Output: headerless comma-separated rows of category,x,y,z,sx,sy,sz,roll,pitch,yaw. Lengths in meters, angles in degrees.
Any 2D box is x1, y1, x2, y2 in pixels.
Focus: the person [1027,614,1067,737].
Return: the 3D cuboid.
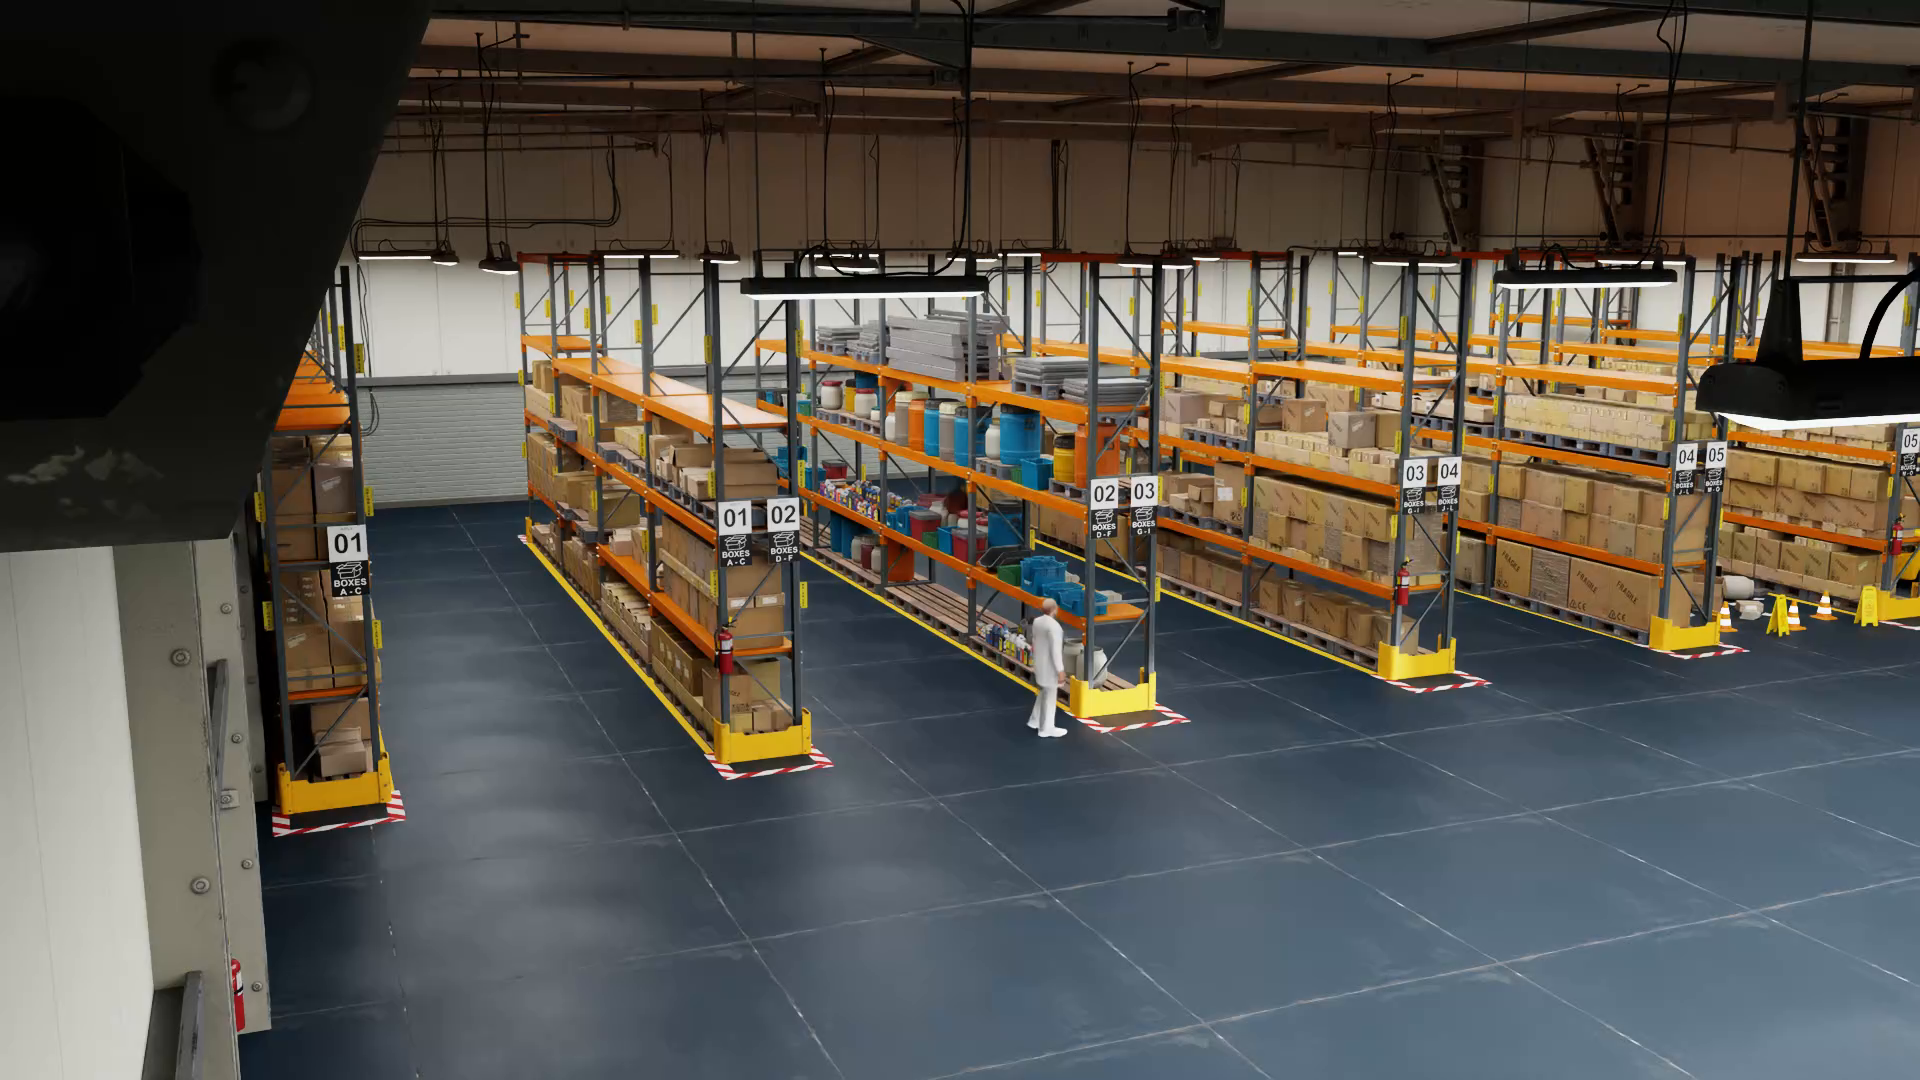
person,1.145,1.741,21.260,0.393,1.622,0.684,-5,11,-24
